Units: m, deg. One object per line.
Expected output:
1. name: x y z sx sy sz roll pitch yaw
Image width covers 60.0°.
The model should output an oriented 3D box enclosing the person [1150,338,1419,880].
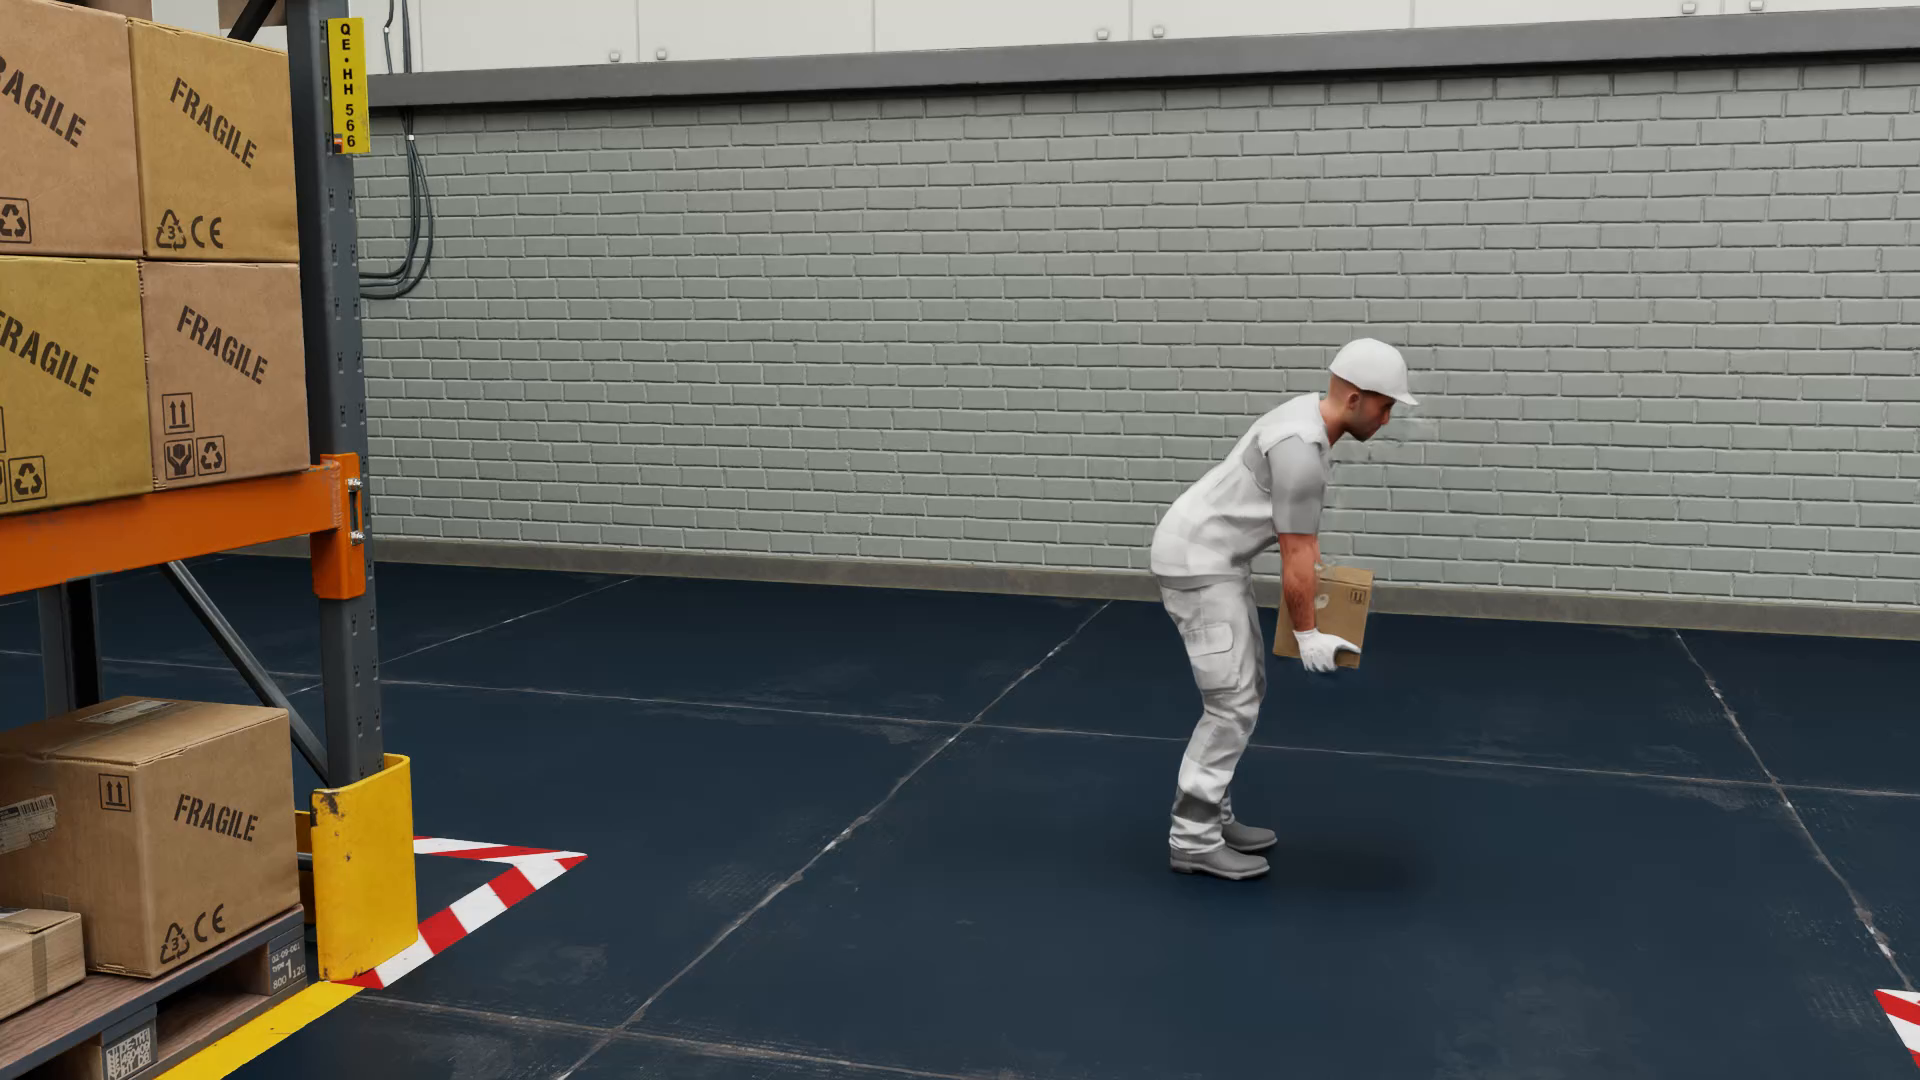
1. person: 0.959 0.200 5.005 0.770 1.603 0.485 2 9 15
